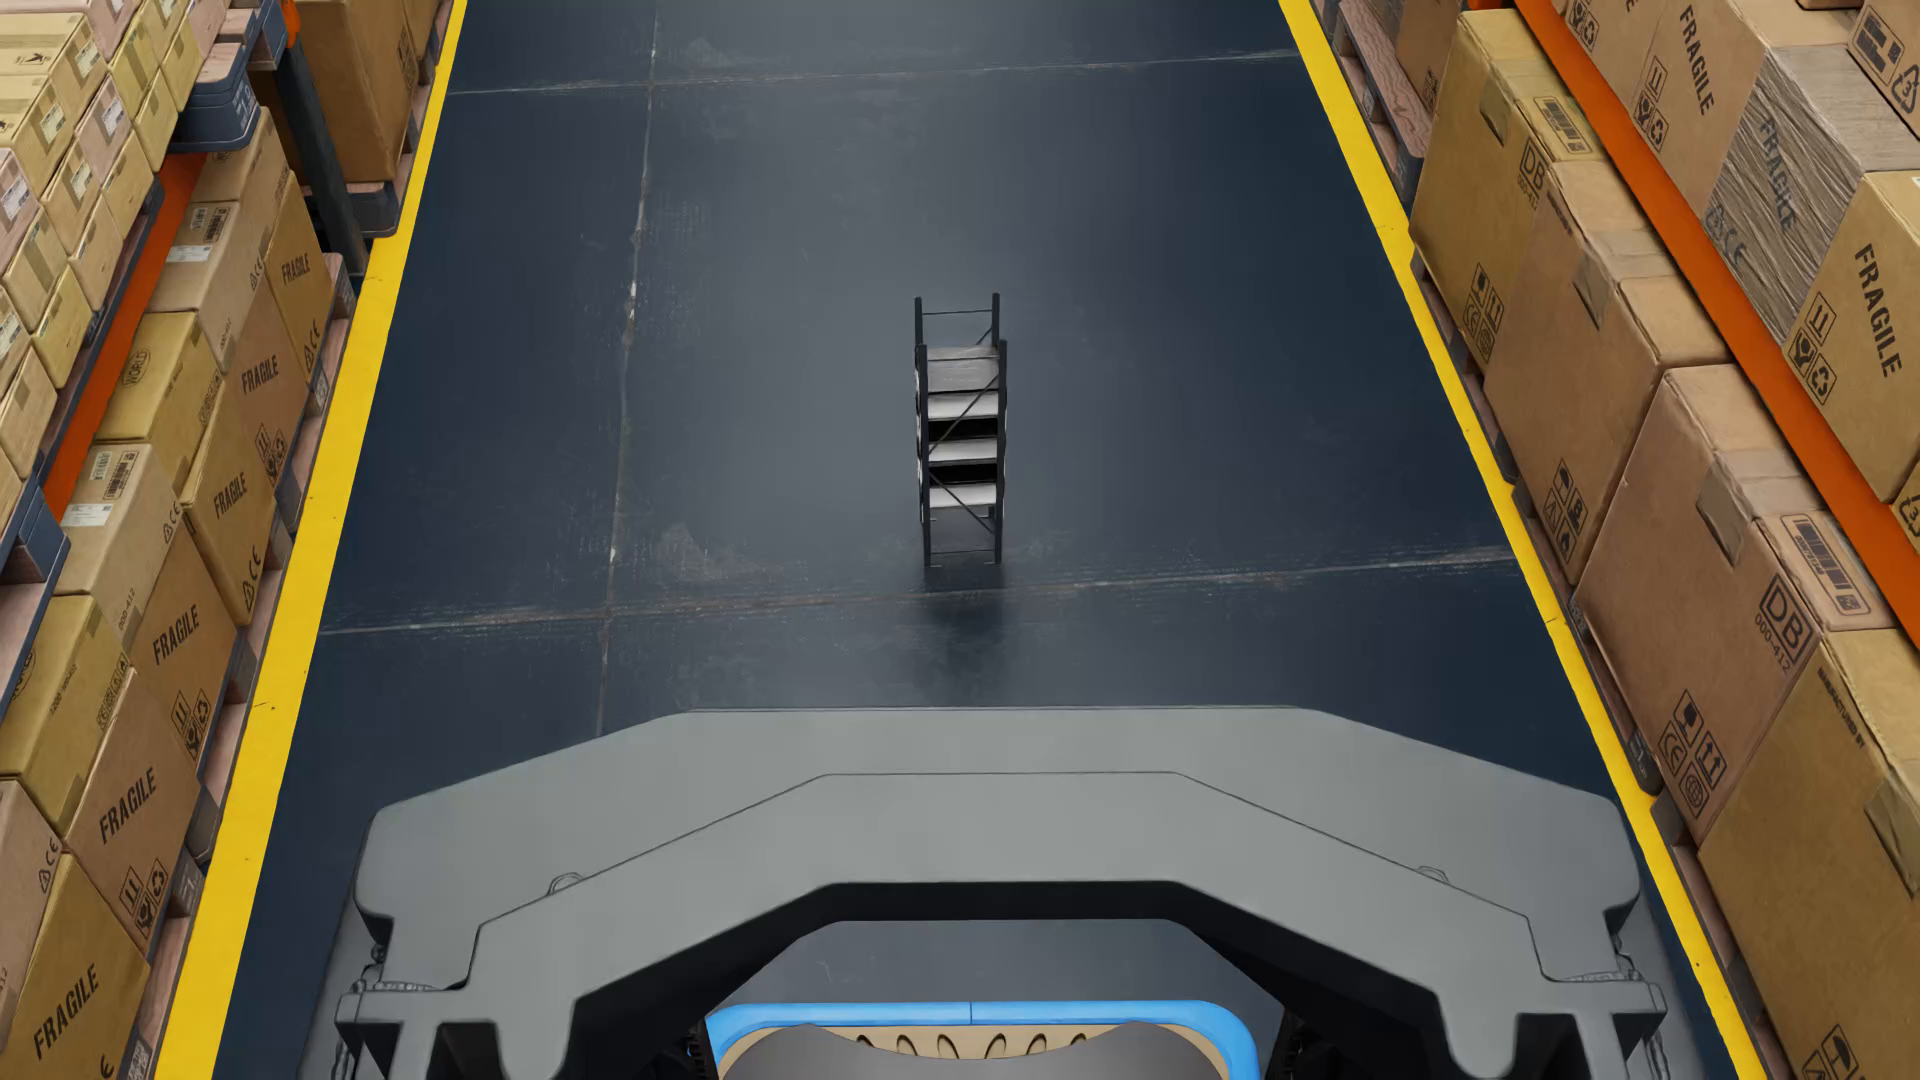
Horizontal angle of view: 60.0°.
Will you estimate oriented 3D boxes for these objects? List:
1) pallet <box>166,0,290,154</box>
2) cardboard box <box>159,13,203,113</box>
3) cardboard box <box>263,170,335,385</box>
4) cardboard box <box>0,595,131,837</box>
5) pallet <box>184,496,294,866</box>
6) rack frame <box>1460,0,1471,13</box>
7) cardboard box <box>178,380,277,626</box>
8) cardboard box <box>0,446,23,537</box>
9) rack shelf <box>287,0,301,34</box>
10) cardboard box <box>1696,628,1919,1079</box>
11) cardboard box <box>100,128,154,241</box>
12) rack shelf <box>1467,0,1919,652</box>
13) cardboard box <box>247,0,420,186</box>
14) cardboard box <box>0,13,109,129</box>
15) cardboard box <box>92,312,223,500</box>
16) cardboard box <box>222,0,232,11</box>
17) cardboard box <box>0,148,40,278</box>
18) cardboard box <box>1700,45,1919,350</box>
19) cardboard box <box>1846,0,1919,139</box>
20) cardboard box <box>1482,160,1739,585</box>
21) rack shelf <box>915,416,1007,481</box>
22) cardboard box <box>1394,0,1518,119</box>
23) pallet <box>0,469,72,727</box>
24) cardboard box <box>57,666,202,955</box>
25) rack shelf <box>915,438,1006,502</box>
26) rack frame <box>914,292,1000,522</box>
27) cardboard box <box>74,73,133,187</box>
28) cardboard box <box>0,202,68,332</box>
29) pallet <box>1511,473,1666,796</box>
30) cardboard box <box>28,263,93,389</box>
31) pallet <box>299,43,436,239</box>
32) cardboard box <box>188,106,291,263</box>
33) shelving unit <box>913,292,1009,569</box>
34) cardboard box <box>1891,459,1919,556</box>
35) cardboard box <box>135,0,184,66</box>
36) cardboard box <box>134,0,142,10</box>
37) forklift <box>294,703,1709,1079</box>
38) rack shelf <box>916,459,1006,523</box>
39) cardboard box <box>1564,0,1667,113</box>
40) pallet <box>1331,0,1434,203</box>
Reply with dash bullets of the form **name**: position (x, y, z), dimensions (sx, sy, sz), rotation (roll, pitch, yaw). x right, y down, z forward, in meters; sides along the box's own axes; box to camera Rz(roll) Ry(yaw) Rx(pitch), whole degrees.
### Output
- **pallet**: position (-2.546, -1.442, 4.682), dimensions (1.213, 0.211, 1.003), rotation (-3, 47, -3)
- **cardboard box**: position (-2.155, -1.199, 4.204), dimensions (0.380, 0.149, 0.250), rotation (-4, 47, -4)
- **cardboard box**: position (-2.397, -0.841, 5.413), dimensions (0.500, 0.500, 0.500), rotation (-4, 47, -3)
- **cardboard box**: position (-2.223, 0.399, 3.722), dimensions (0.500, 0.250, 0.500), rotation (-2, 47, -2)
- **pallet**: position (-2.549, 0.388, 4.737), dimensions (1.003, 0.211, 1.213), rotation (-3, 47, -3)
- **rack frame**: position (2.239, -2.245, 5.310), dimensions (1.000, 3.000, 0.127), rotation (-3, 47, -3)
- **cardboard box**: position (-2.296, -0.084, 4.696), dimensions (0.500, 0.500, 0.500), rotation (-5, 47, -5)
- **cardboard box**: position (-2.018, -0.057, 3.122), dimensions (0.380, 0.149, 0.250), rotation (-3, 47, -3)
- **rack shelf**: position (-2.880, -3.216, 6.726), dimensions (1.077, 0.370, 4.000), rotation (-3, 47, -3)
- **cardboard box**: position (2.500, 0.773, 3.626), dimensions (1.225, 0.875, 0.875), rotation (-3, 47, -3)
- **cardboard box**: position (-2.111, -0.818, 3.842), dimensions (0.380, 0.149, 0.250), rotation (-2, 47, -2)
- **rack shelf**: position (2.406, -0.551, 4.201), dimensions (1.077, 0.370, 4.000), rotation (-3, 47, -3)
- **cardboard box**: position (-2.673, -1.834, 6.181), dimensions (1.050, 0.750, 0.750), rotation (-4, 47, -4)
- **cardboard box**: position (-2.108, -1.017, 3.621), dimensions (0.380, 0.149, 0.250), rotation (-1, 47, -1)
- **cardboard box**: position (-2.314, -0.347, 4.429), dimensions (0.500, 0.250, 0.500), rotation (-2, 47, -2)
- **cardboard box**: position (-2.194, -1.566, 4.551), dimensions (0.380, 0.149, 0.250), rotation (-4, 47, -3)
- **cardboard box**: position (-2.061, -0.634, 3.258), dimensions (0.380, 0.149, 0.250), rotation (-2, 47, -2)
- **cardboard box**: position (2.140, -0.806, 3.879), dimensions (0.500, 0.500, 0.500), rotation (-3, 47, -3)
- **cardboard box**: position (2.398, -1.138, 3.502), dimensions (0.797, 0.503, 0.637), rotation (-2, 47, -2)
- **cardboard box**: position (2.343, -0.513, 4.844), dimensions (1.225, 0.875, 0.875), rotation (-3, 47, -3)
- **rack shelf**: position (0.001, -0.281, 4.942), dimensions (0.258, 0.077, 0.200), rotation (-3, 47, -3)
- **cardboard box**: position (2.163, -2.020, 6.516), dimensions (0.700, 0.500, 0.500), rotation (-6, 47, -5)
- **pallet**: position (-2.296, 0.381, 2.955), dimensions (1.003, 0.211, 1.213), rotation (-3, 47, -3)
- **cardboard box**: position (-2.221, 0.659, 3.992), dimensions (0.500, 0.500, 0.500), rotation (-2, 47, -1)
- **rack shelf**: position (0.001, -0.219, 5.007), dimensions (0.258, 0.077, 0.200), rotation (-3, 47, -3)
- **rack frame**: position (-0.008, -0.377, 4.987), dimensions (0.240, 0.900, 0.006), rotation (-3, 47, -3)
- **cardboard box**: position (-2.107, -0.914, 3.729), dimensions (0.380, 0.149, 0.250), rotation (-2, 47, -2)
- **cardboard box**: position (-2.067, -0.545, 3.379), dimensions (0.380, 0.149, 0.250), rotation (-4, 47, -4)
- **pallet**: position (2.329, 0.169, 4.944), dimensions (1.003, 0.211, 1.213), rotation (-3, 47, -3)
- **cardboard box**: position (-2.067, -0.438, 3.483), dimensions (0.380, 0.149, 0.250), rotation (-4, 47, -4)
- **pallet**: position (-2.703, -1.633, 6.651), dimensions (1.003, 0.211, 1.213), rotation (-3, 47, -3)
- **cardboard box**: position (-2.394, -1.081, 5.123), dimensions (0.500, 0.250, 0.500), rotation (-4, 47, -4)
- **shelving unit**: position (0.001, -0.304, 4.918), dimensions (0.258, 0.900, 0.210), rotation (-3, 47, -3)
- **cardboard box**: position (2.228, -0.066, 3.177), dimensions (0.500, 0.500, 0.500), rotation (-2, 47, -2)
- **cardboard box**: position (-2.148, -1.283, 4.078), dimensions (0.380, 0.149, 0.250), rotation (-3, 47, -3)
- **cardboard box**: position (-2.148, -1.388, 3.973), dimensions (0.380, 0.149, 0.250), rotation (-2, 47, -2)
- **forklift**: position (0.031, 1.636, 1.682), dimensions (1.130, 2.935, 3.031), rotation (0, 47, 0)
- **rack shelf**: position (0.001, -0.157, 5.073), dimensions (0.258, 0.077, 0.200), rotation (-3, 47, -3)
- **cardboard box**: position (2.054, -1.538, 4.572), dimensions (0.500, 0.500, 0.500), rotation (-5, 47, -4)
- **pallet**: position (2.175, -1.852, 6.858), dimensions (1.003, 0.211, 1.213), rotation (-3, 47, -3)
